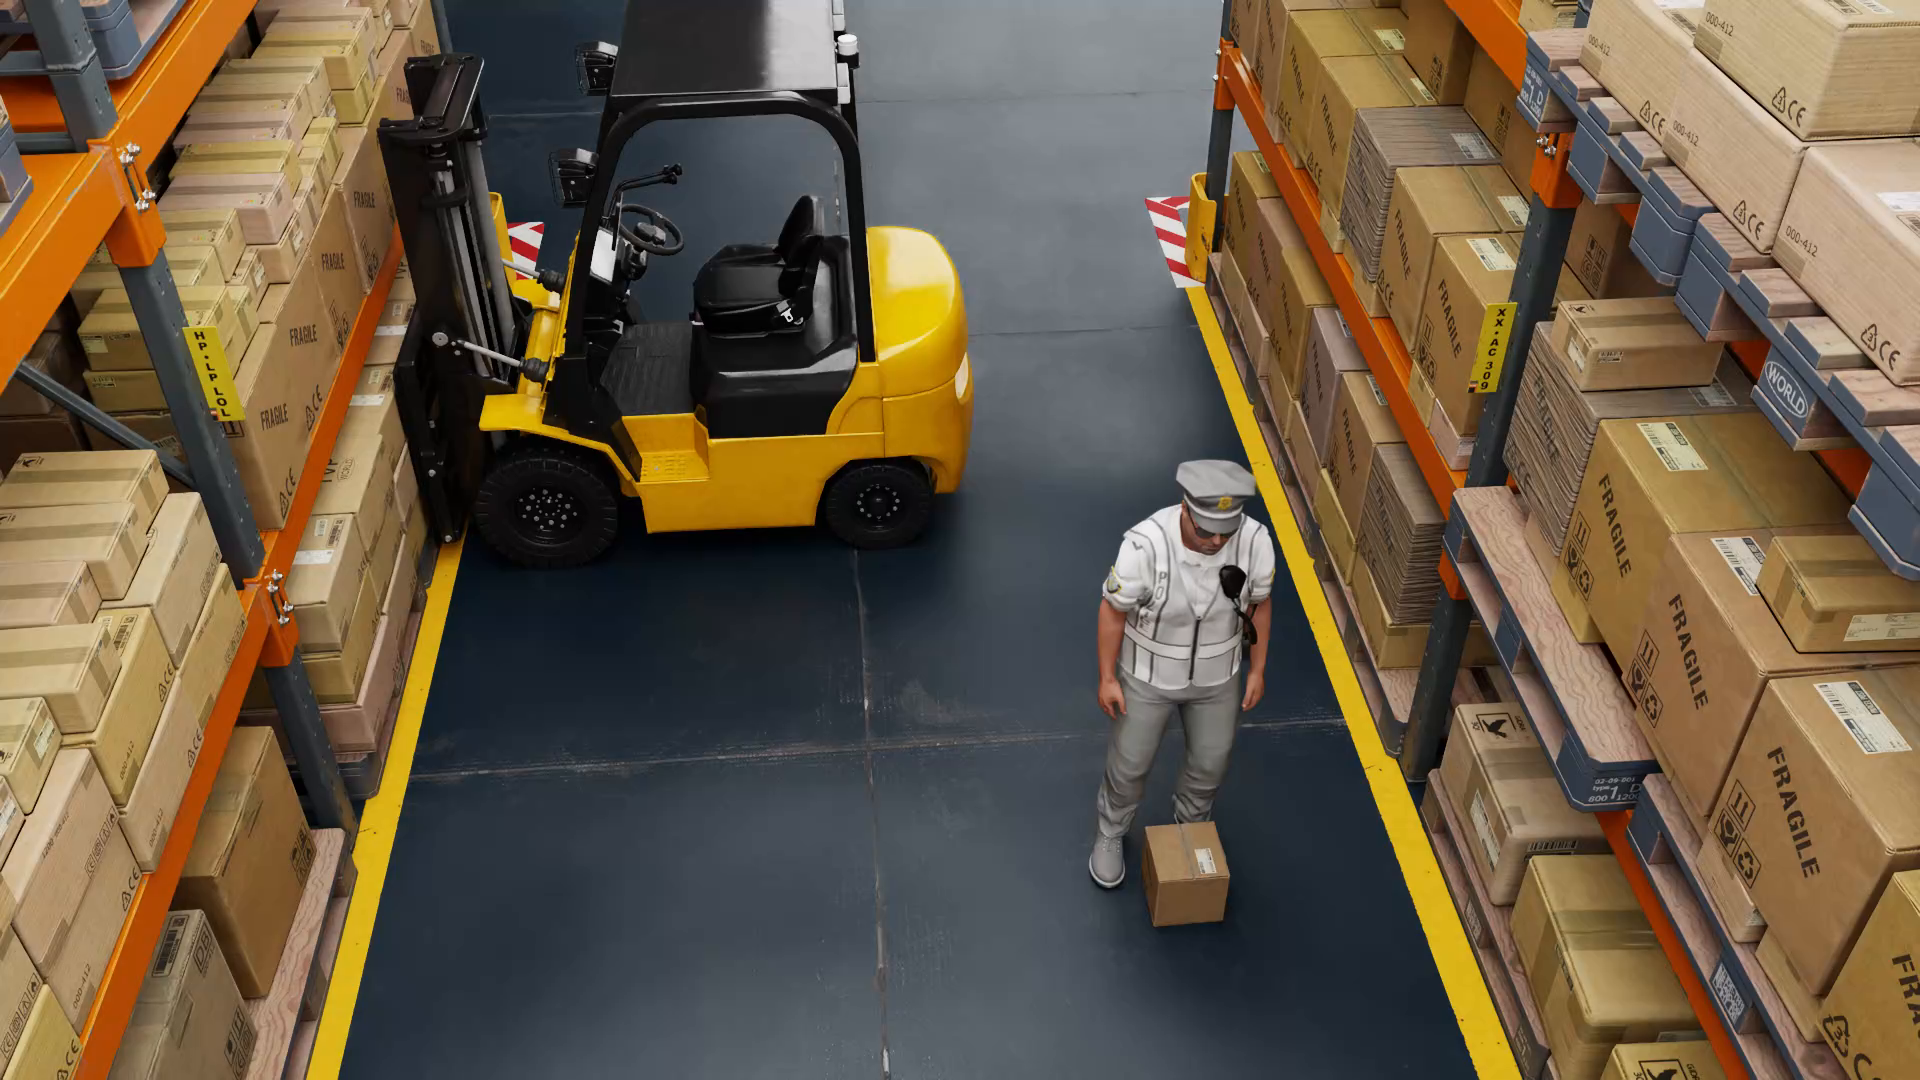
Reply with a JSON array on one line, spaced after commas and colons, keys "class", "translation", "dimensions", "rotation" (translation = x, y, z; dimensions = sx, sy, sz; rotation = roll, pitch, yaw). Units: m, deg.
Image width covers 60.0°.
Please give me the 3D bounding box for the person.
[{"class": "person", "translation": [0.744, 0.429, 5.615], "dimensions": [0.585, 1.749, 0.438], "rotation": [-4, 39, -4]}]
